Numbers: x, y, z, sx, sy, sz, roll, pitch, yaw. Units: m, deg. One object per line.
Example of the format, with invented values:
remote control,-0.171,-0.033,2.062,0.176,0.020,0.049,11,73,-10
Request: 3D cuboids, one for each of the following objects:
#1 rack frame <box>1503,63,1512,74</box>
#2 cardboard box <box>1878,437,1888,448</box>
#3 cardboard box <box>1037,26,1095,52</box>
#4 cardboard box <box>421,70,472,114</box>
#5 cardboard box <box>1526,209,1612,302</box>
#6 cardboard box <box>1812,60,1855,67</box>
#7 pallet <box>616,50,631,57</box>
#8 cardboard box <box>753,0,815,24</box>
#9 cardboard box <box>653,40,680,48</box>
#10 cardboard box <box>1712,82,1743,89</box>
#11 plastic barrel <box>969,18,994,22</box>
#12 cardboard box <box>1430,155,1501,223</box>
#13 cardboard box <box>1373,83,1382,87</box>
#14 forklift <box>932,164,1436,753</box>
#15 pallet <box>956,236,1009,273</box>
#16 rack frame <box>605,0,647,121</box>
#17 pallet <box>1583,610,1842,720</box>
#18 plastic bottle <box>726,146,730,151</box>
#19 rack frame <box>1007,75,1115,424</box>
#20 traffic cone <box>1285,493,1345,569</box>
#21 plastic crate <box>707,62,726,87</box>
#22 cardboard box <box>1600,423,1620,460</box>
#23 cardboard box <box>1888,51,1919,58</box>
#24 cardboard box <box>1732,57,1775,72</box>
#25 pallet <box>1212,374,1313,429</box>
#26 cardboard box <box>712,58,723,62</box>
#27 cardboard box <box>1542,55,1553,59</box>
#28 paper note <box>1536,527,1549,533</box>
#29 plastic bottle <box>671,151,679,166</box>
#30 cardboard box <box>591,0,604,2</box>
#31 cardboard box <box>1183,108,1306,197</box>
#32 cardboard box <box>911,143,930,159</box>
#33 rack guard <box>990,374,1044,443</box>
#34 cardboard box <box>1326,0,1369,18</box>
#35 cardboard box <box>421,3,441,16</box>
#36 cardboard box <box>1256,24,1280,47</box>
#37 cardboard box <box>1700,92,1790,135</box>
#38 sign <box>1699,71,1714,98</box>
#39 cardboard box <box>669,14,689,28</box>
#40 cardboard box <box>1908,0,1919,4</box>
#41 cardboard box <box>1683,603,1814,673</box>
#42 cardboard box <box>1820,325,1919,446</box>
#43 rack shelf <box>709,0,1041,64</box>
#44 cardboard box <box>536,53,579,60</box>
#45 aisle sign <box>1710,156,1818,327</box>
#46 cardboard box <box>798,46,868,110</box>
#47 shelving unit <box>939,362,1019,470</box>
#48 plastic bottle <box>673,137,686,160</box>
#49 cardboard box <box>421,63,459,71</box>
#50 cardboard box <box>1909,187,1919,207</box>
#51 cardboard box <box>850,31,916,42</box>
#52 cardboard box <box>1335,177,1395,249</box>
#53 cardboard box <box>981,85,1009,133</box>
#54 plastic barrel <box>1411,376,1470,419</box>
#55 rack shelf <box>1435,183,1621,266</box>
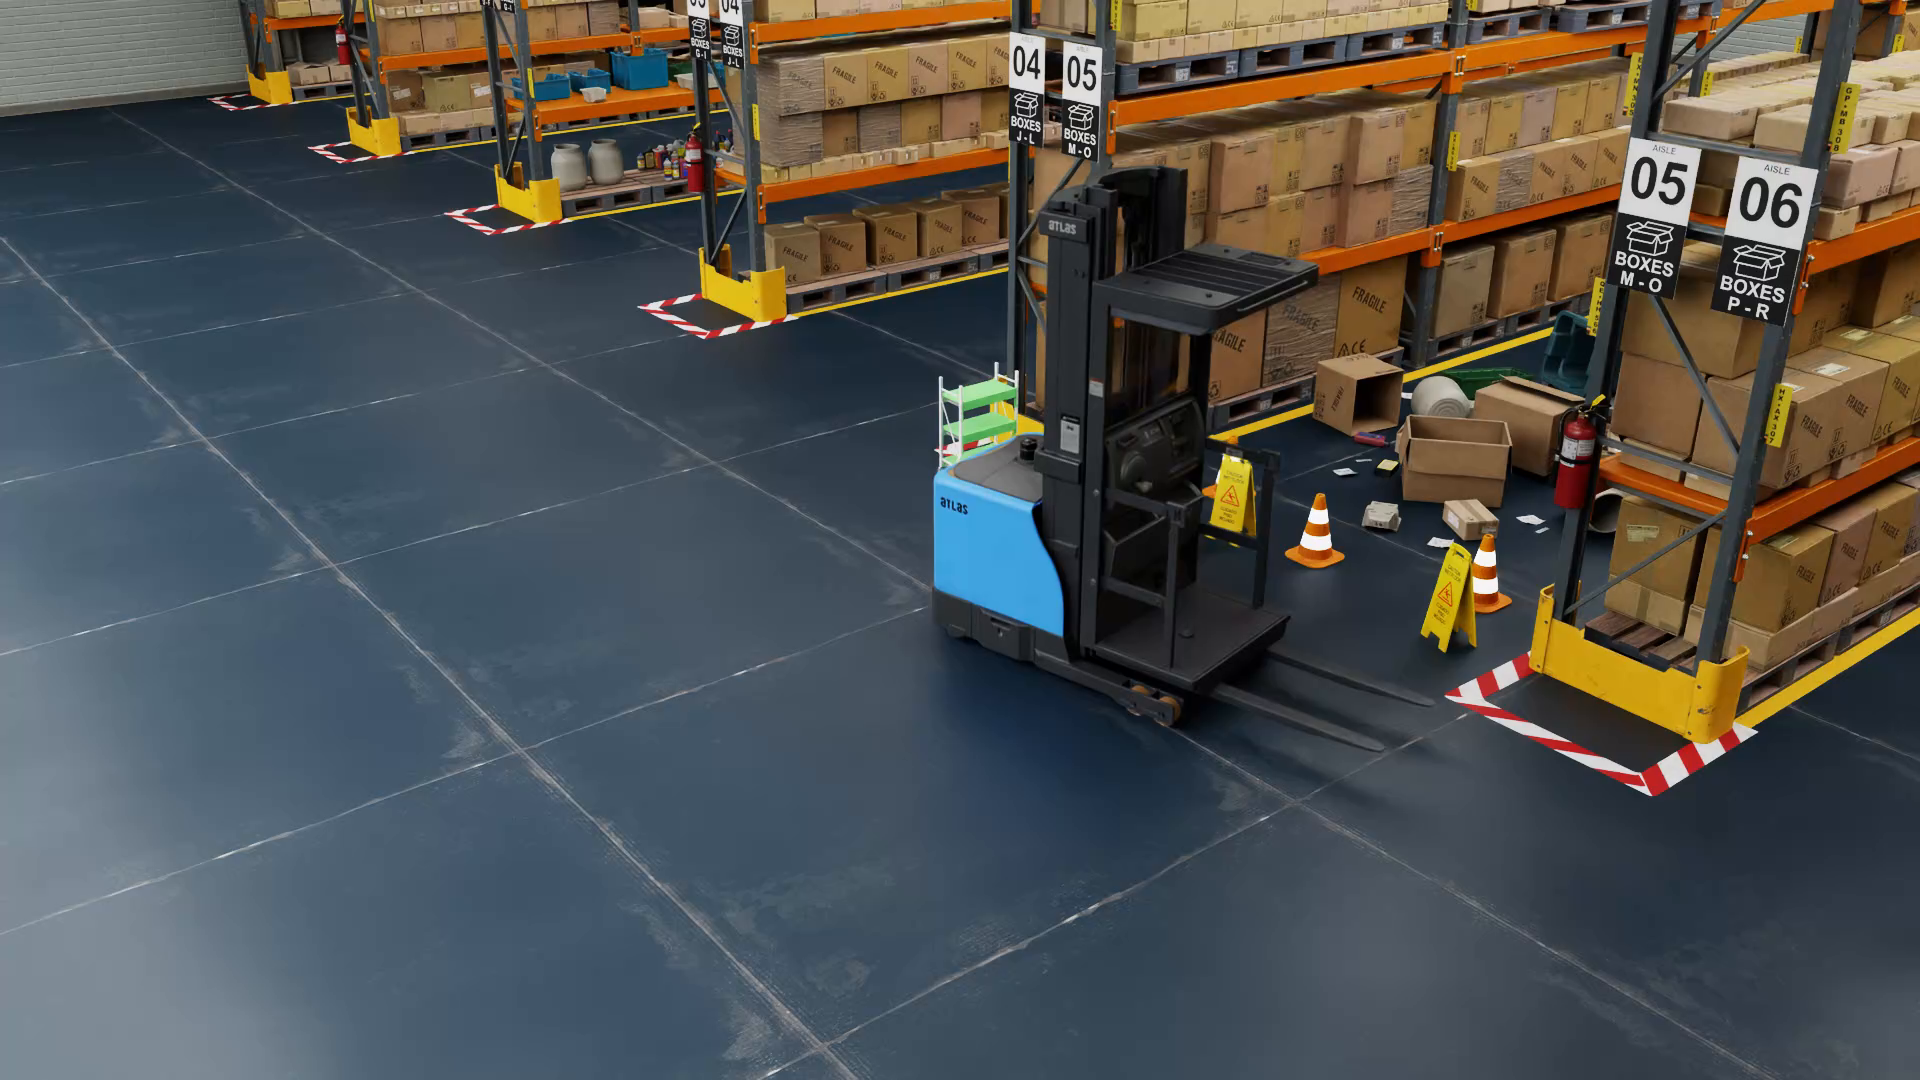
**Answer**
rack frame,7.192,-6.828,22.899,0.127,3.000,1.000,-18,31,-34
cardboard box,5.289,-0.663,9.915,0.250,0.149,0.380,-17,30,-32
cardboard box,0.782,-3.723,12.325,0.250,0.149,0.380,-18,31,-34
cardboard box,-7.410,-6.473,24.011,0.500,0.500,0.500,-18,31,-34
cardboard box,5.804,-2.933,16.680,0.750,0.750,1.050,-18,30,-33
cardboard box,9.766,-5.266,18.626,0.250,0.149,0.380,-19,31,-36
pallet,-6.701,-8.929,30.739,1.213,0.211,1.003,-18,31,-34
cardboard box,-1.713,-5.043,15.668,0.500,0.250,0.500,-17,30,-33
cardboard box,-5.660,-9.573,31.260,0.500,0.500,0.700,-18,30,-33
cardboard box,7.914,-4.655,17.309,0.250,0.149,0.380,-18,31,-34
plastic barrel,0.310,-7.142,23.444,0.421,0.512,0.421,0,25,0
cardboard box,4.457,-3.173,14.905,0.500,0.500,0.500,-18,30,-33
cardboard box,4.999,-6.005,21.007,0.500,0.500,0.500,-19,31,-35
forklift,1.279,-0.521,9.391,3.031,2.935,1.130,19,31,35
pallet,0.390,-3.299,18.607,1.213,0.211,1.003,-18,31,-34
rack frame,-5.214,-8.032,25.494,0.127,3.000,1.000,-18,31,-34
pallet,4.585,0.618,10.168,1.213,0.211,1.003,-18,31,-34
plastic bottle,-2.978,-4.989,21.640,0.133,0.283,0.061,-18,31,-34
rack frame,0.730,-2.041,12.585,0.127,3.000,1.000,-18,31,-34
traffic cone,2.454,-0.096,11.406,0.334,0.463,0.336,-18,31,-34
plastic crate,-2.863,-5.946,21.175,0.616,0.251,0.499,-18,31,-34
cardboard box,5.046,-0.726,12.999,0.258,0.266,0.396,5,25,11
cardboard box,5.939,-2.899,10.222,0.250,0.149,0.380,-19,31,-34
cardboard box,8.962,-5.351,18.809,0.250,0.149,0.380,-19,31,-35
pallet,2.270,-1.325,14.355,1.213,0.211,1.003,-18,31,-34
cardboard box,-3.931,-7.518,26.487,0.500,0.311,0.500,-19,31,-36
cardboard box,8.043,-6.818,23.175,0.250,0.149,0.380,-17,30,-32
paper note,4.165,-0.070,11.889,0.123,0.001,0.032,-18,31,-34
plastic bottle,-3.717,-4.960,21.676,0.097,0.201,0.097,0,25,0
cardboard box,-5.491,-8.167,24.895,0.250,0.149,0.380,-19,31,-35
cardboard box,2.283,-3.137,13.486,0.500,0.550,0.875,-18,31,-34
cardboard box,-0.525,-4.058,17.230,0.250,0.149,0.380,-18,31,-34
rack guard,0.711,-0.901,13.098,0.348,0.500,1.175,-18,31,-34
cardboard box,2.856,-4.270,13.032,0.500,0.250,0.500,-19,31,-34
cardboard box,-7.516,-7.497,23.452,0.250,0.149,0.380,-18,30,-34
cardboard box,2.190,-3.835,12.567,0.250,0.149,0.380,-19,31,-34
cardboard box,4.174,-2.276,8.879,0.250,0.149,0.380,-18,30,-33
sign,7.370,-4.462,16.425,0.005,0.325,0.100,-18,31,-34
cardboard box,-4.390,-8.081,25.897,0.250,0.149,0.380,-18,31,-34
cardboard box,11.492,-6.089,19.647,0.500,0.500,0.500,-18,30,-33
cardboard box,4.669,0.511,9.853,0.500,0.250,0.500,-19,31,-34
cardboard box,5.213,-0.908,9.670,0.500,0.500,0.500,-19,31,-35
rack shelf,-0.678,-5.265,16.822,4.000,0.370,1.077,-18,31,-34
cardboard box,-6.160,-7.167,25.505,0.500,0.500,0.500,-18,31,-34
aisle sign,4.006,-1.488,8.305,0.004,0.787,0.394,-18,31,-34
cardboard box,-1.253,-4.525,16.276,0.500,0.500,0.500,-18,31,-34
shelving unit,0.130,-0.587,11.590,0.503,1.200,0.258,-18,31,-34
plastic bottle,-3.681,-5.109,21.818,0.185,0.351,0.144,-17,30,-32
cardboard box,-9.065,-8.455,28.852,0.500,0.500,0.500,-21,32,-38
cardboard box,5.092,-1.951,9.126,0.250,0.149,0.380,-19,31,-36
cardboard box,-0.788,-4.957,17.208,0.500,0.500,0.500,-18,31,-34
cardboard box,3.176,-2.898,14.254,0.550,0.550,0.875,-18,31,-34
cardboard box,0.089,-4.715,17.875,0.500,0.500,0.875,-18,31,-34
plastic barrel,3.931,-1.109,13.637,0.421,0.421,0.512,1,25,2
rack shelf,5.451,-3.274,16.095,4.000,0.370,1.077,-18,31,-34
